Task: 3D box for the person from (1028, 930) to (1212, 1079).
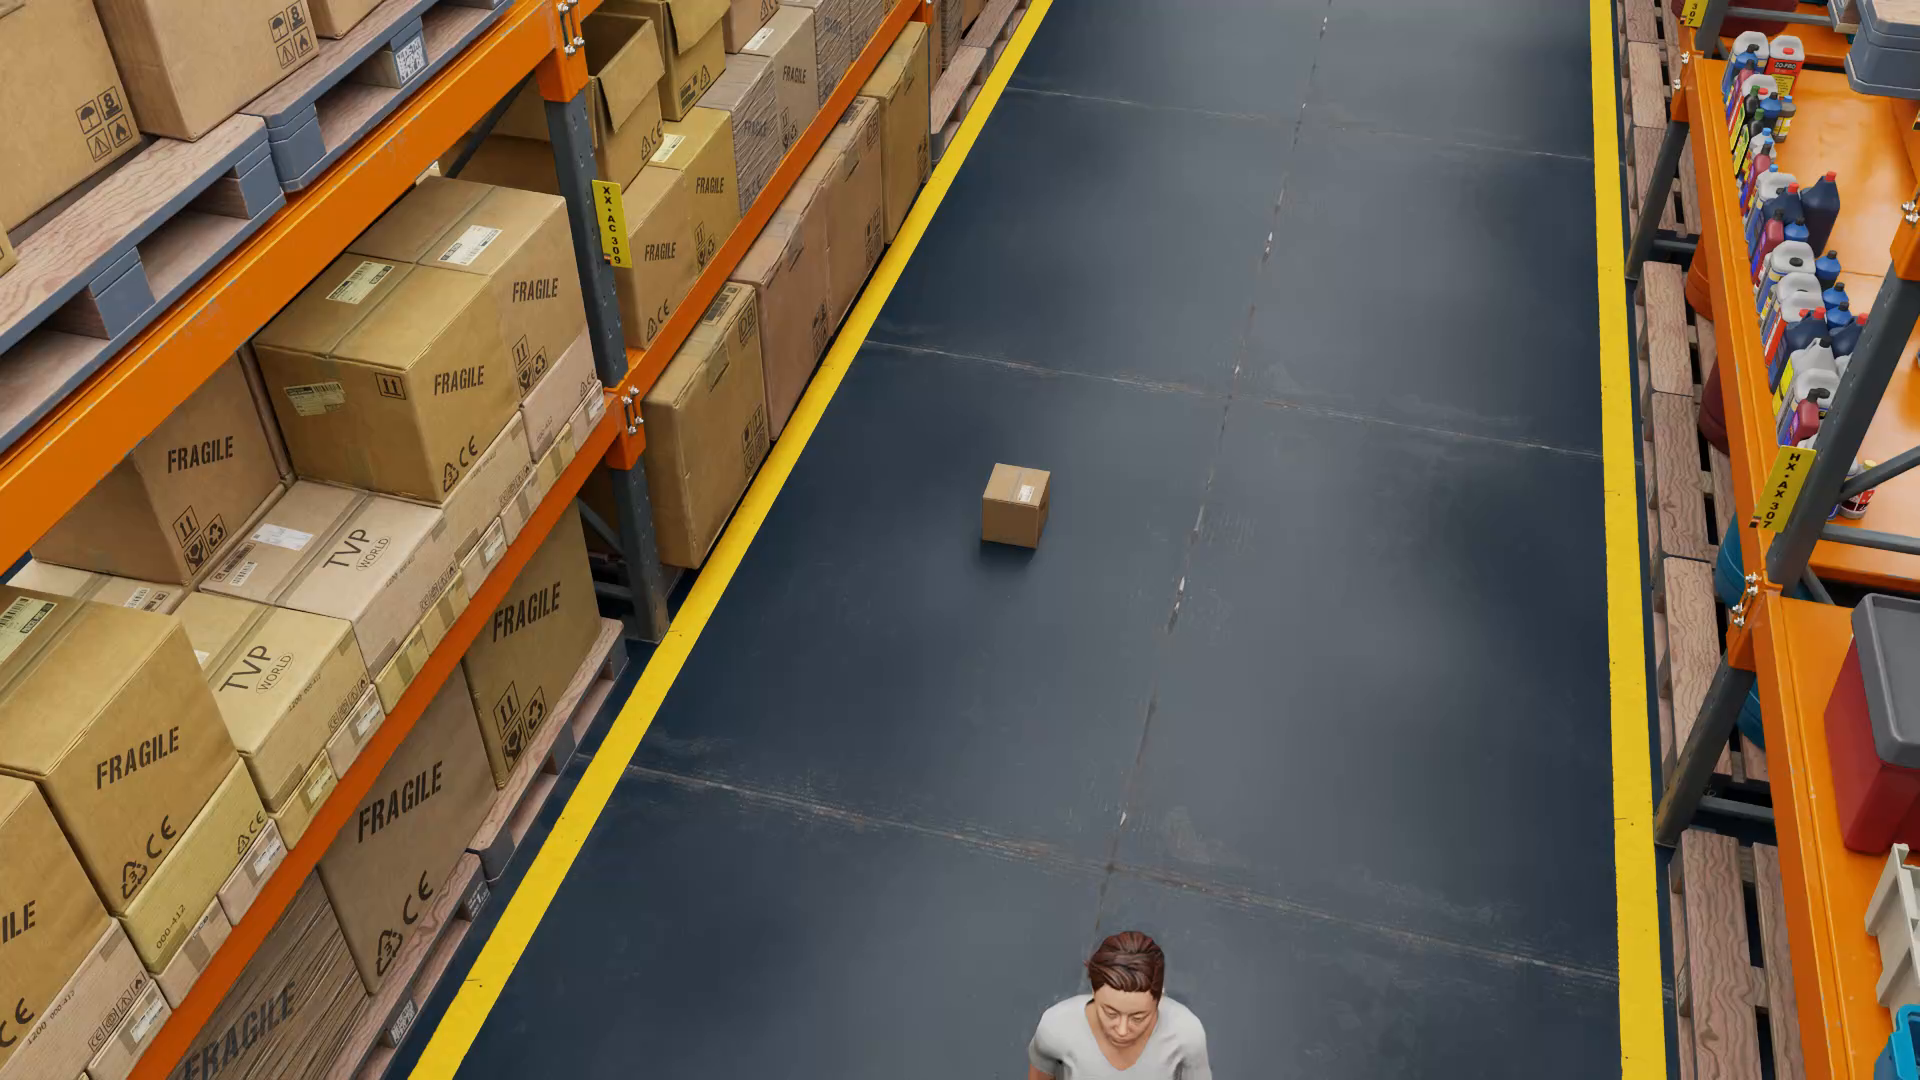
[{"bbox_3d":[0.409,1.605,4.317,0.451,1.611,1.048,-3,41,-4],"label":"person"}]
